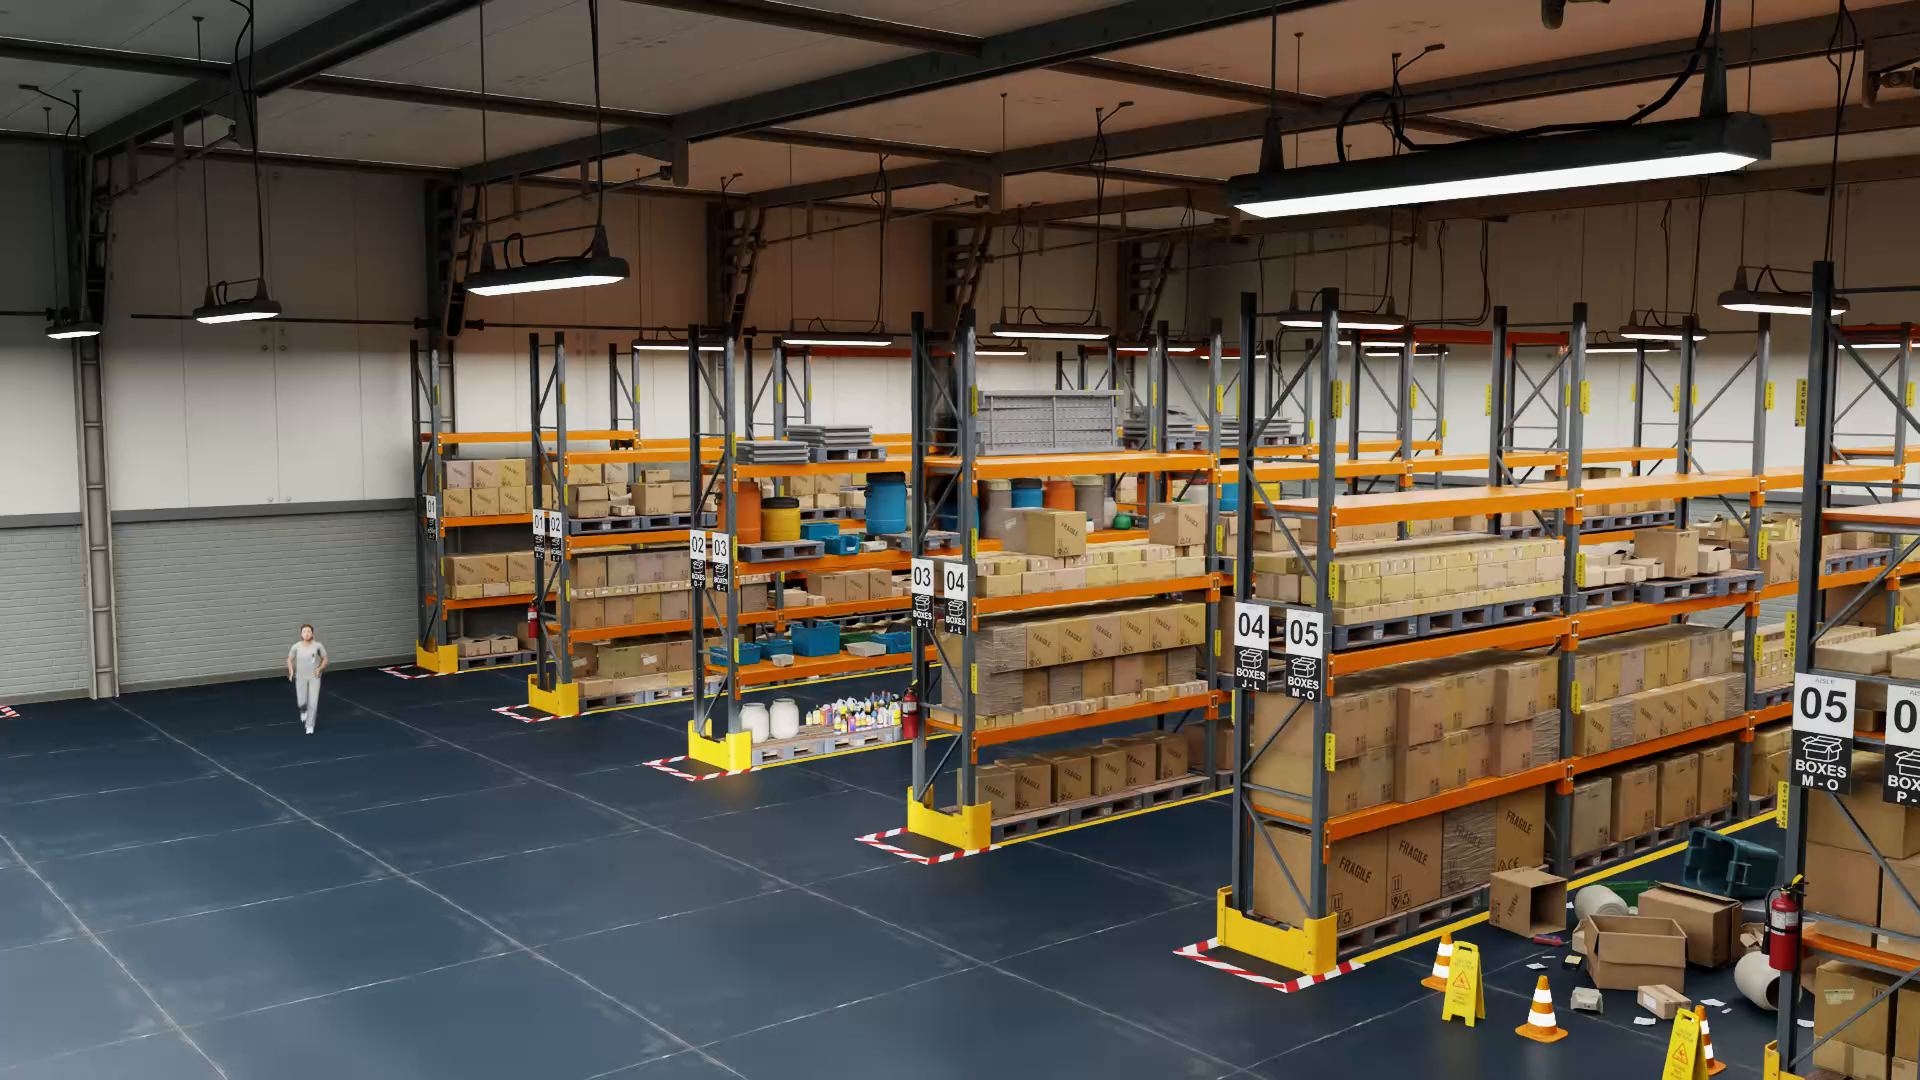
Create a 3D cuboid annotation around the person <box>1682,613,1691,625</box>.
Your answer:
[{"bbox_3d":[11.473,1.918,26.439,0.848,1.658,0.607,-5,7,-44],"label":"person"}]

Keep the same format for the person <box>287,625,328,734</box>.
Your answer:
[{"bbox_3d":[-9.722,2.067,24.806,0.572,1.625,0.564,-2,6,-20],"label":"person"}]
